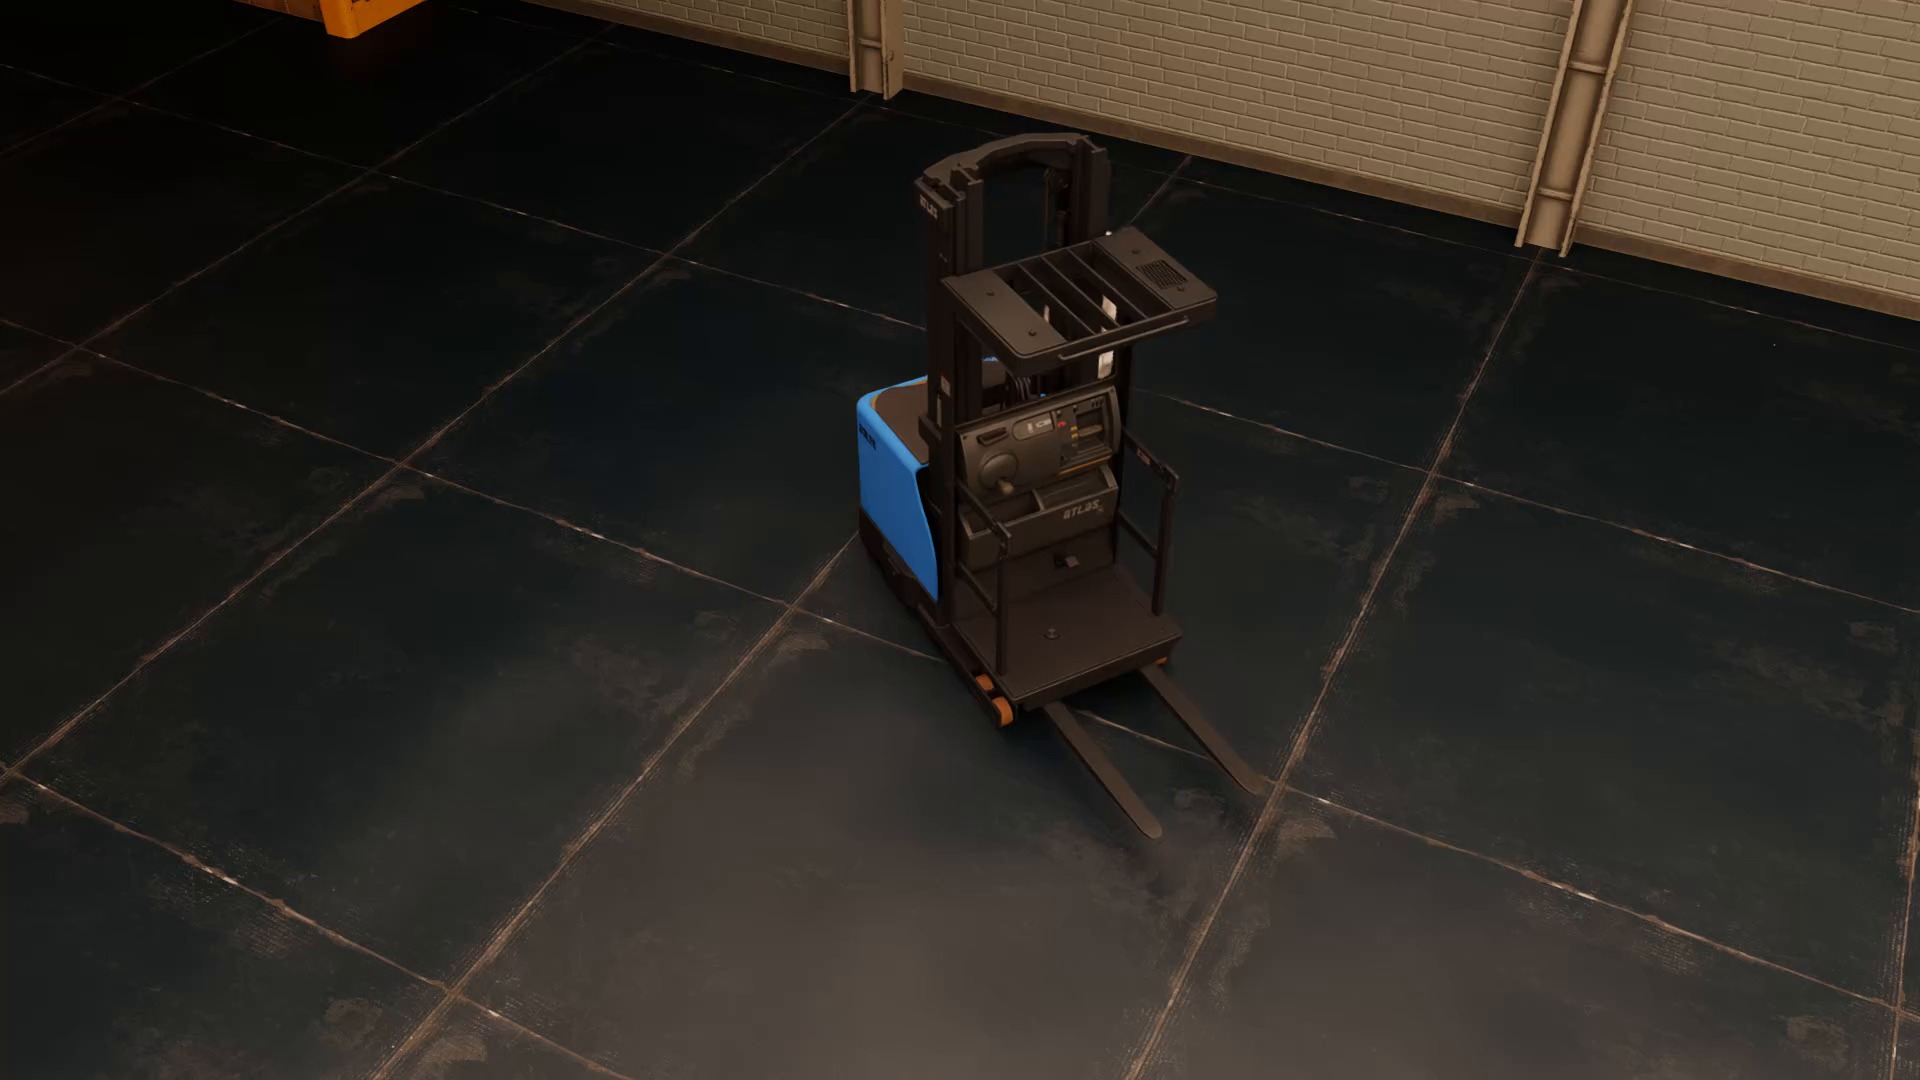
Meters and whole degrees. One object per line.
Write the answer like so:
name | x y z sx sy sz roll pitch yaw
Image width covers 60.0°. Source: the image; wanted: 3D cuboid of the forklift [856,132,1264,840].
forklift | 0.527 -0.439 8.508 1.130 2.935 3.031 -19 44 -21

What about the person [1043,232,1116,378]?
person | 0.673 -1.108 10.277 0.502 1.730 0.891 31 49 31
